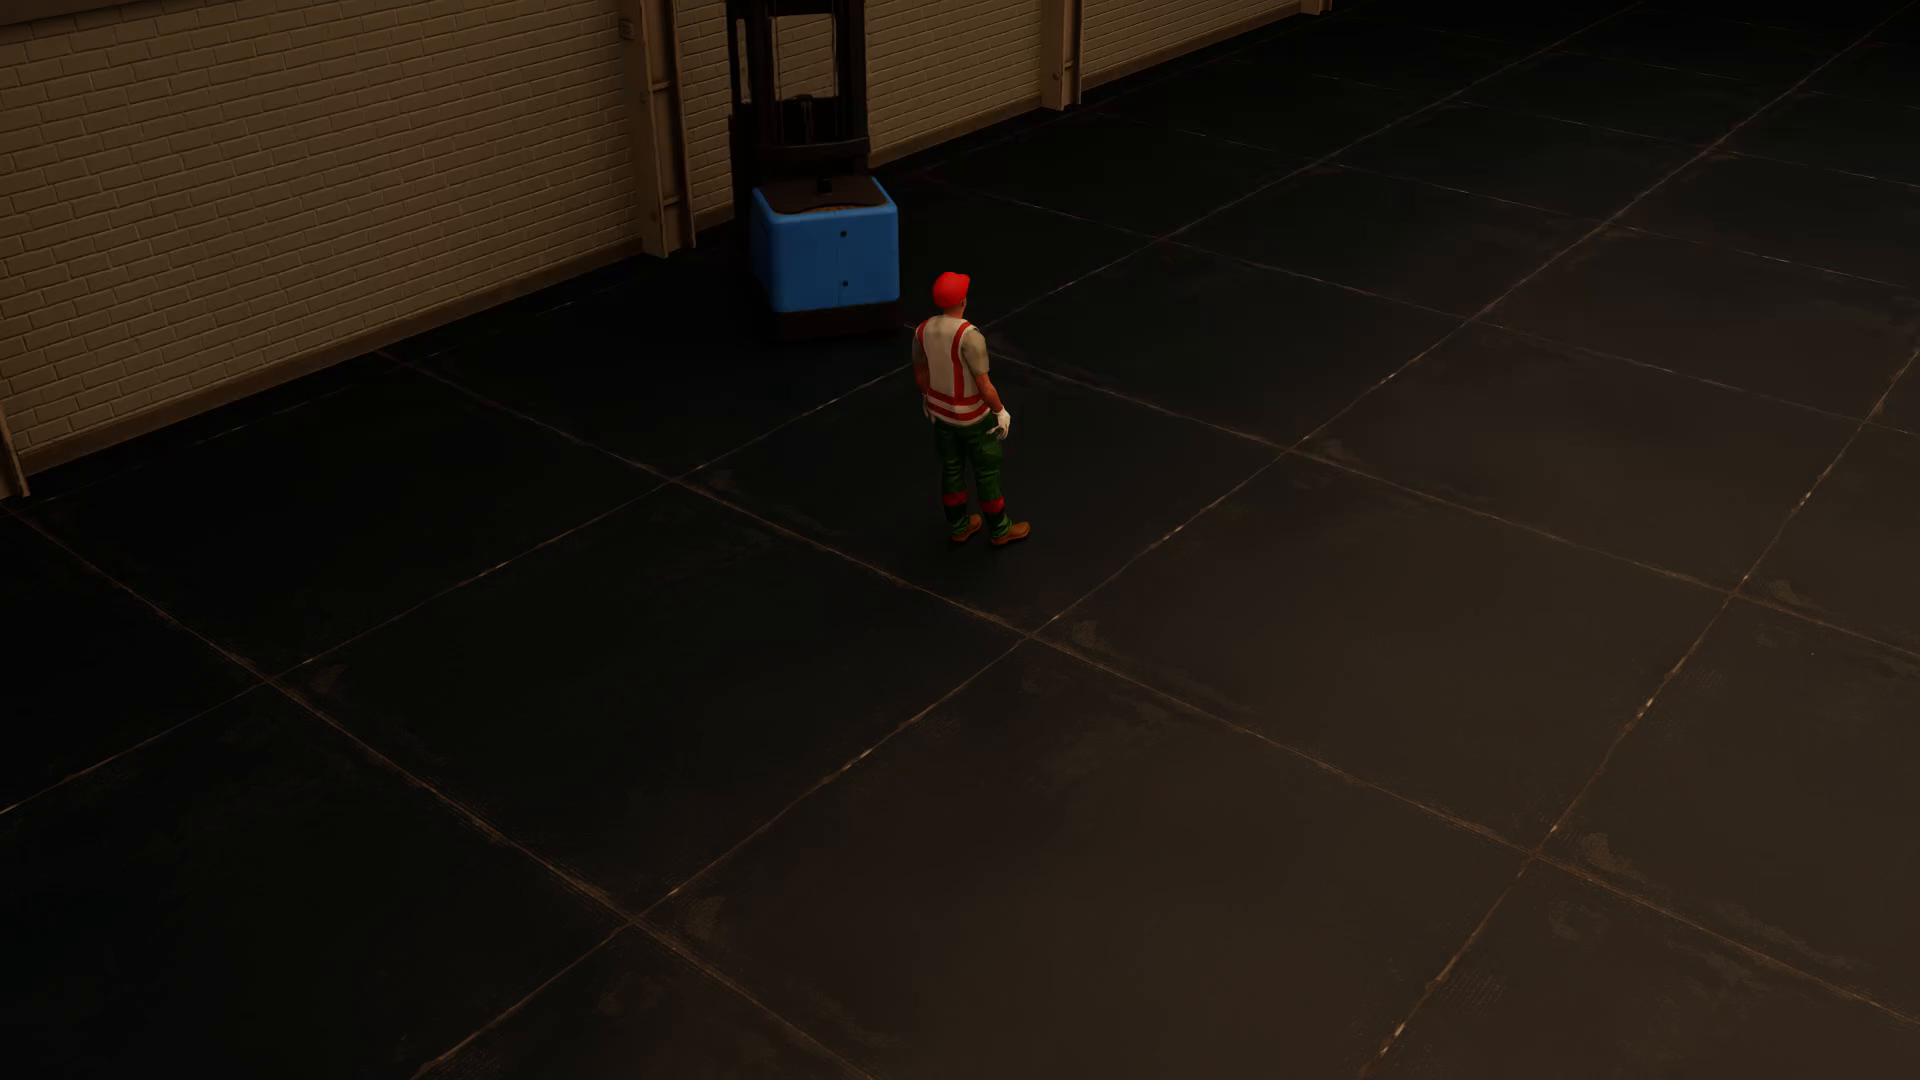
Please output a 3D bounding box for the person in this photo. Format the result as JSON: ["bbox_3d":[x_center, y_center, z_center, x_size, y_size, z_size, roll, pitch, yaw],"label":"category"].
[{"bbox_3d":[0.060,-0.806,10.092,0.637,1.787,0.564,22,37,33],"label":"person"}]

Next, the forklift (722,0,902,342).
[{"bbox_3d":[-1.362,-3.550,13.671,1.130,2.935,3.031,-8,31,-14],"label":"forklift"}]
